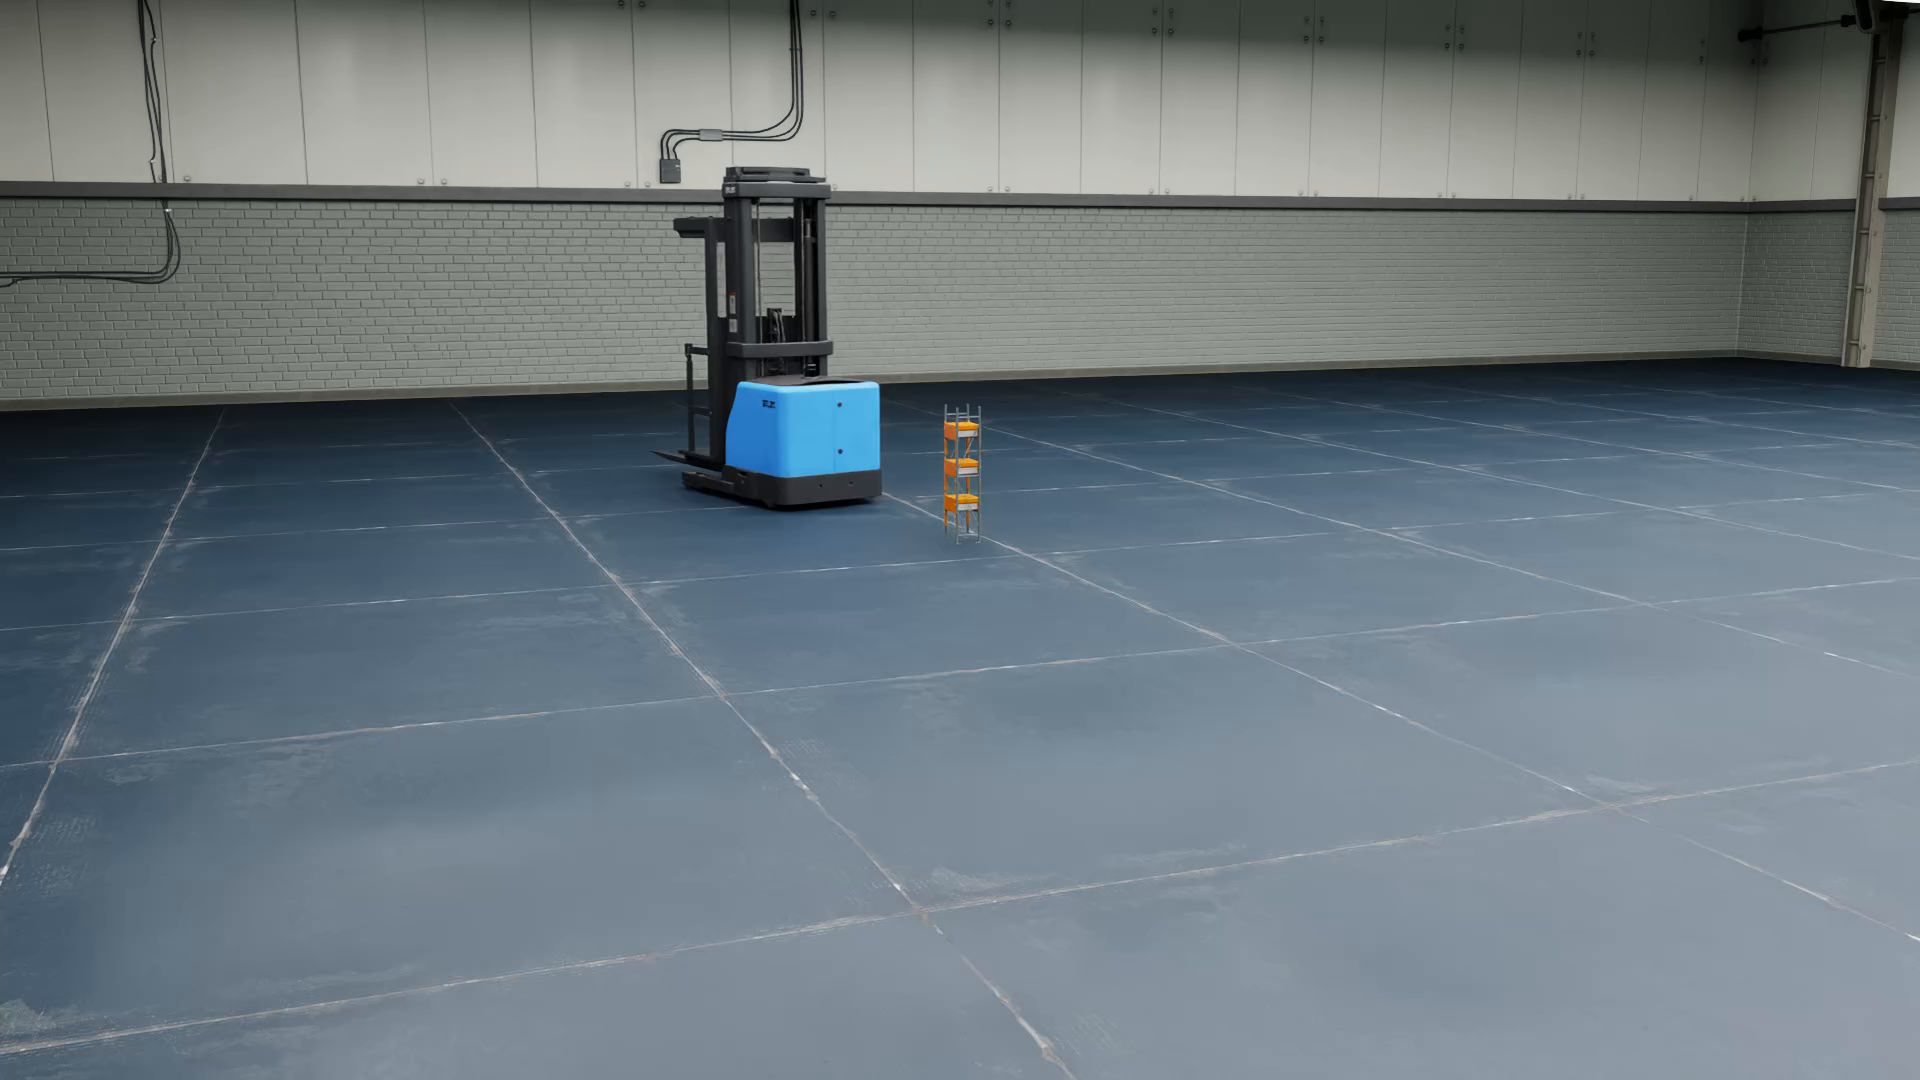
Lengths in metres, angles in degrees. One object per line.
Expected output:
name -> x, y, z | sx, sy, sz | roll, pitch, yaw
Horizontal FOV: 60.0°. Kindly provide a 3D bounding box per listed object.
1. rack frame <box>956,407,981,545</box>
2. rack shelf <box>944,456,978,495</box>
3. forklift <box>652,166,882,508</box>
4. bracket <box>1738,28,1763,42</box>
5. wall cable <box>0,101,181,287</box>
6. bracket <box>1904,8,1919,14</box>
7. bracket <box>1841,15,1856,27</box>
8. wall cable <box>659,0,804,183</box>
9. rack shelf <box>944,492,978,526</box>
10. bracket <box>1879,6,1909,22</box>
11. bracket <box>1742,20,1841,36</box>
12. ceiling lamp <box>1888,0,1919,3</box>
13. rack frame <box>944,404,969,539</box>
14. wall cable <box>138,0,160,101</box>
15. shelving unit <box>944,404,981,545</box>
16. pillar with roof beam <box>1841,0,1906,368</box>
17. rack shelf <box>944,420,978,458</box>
rack frame -> 0.064, -0.488, 12.667 | 0.200, 1.050, 0.008 | -4, 11, -21
rack shelf -> 0.019, -0.498, 12.781 | 0.215, 0.259, 0.240 | -4, 11, -21
forklift -> -1.946, -1.931, 15.405 | 1.130, 2.935, 3.031 | -7, 12, -34
bracket -> 15.478, -9.890, 32.545 | 0.235, 0.232, 0.430 | -4, 11, -21
wall cable -> -12.376, -4.722, 22.640 | 3.097, 2.526, 0.112 | -4, 11, -21
bracket -> 17.571, -8.947, 27.244 | 0.076, 0.066, 4.783 | -4, 11, -21
bracket -> 16.337, -9.503, 30.370 | 0.235, 0.232, 0.430 | -4, 11, -21
wall cable -> -3.522, -8.525, 25.443 | 2.305, 6.003, 0.169 | -4, 11, -21
rack shelf -> 0.019, -0.224, 12.830 | 0.215, 0.259, 0.240 | -4, 11, -21
bracket -> 16.638, -9.367, 29.608 | 0.235, 0.232, 0.430 | -4, 11, -21
bracket -> 15.692, -9.793, 32.003 | 0.076, 0.066, 3.189 | -4, 11, -21
ceiling lamp -> 13.595, -9.634, 24.601 | 2.000, 3.144, 0.800 | -4, 11, -21
rack frame -> -0.025, -0.528, 12.891 | 0.200, 1.050, 0.008 | -4, 11, -21
wall cable -> -9.855, -7.381, 23.163 | 3.097, 2.526, 0.112 | -4, 11, -21
shelving unit -> 0.019, -0.508, 12.779 | 0.215, 1.050, 0.252 | -4, 11, -21
pillar with roof beam -> 12.806, -7.412, 28.895 | 9.100, 9.000, 0.548 | -4, 11, -21
rack shelf -> 0.019, -0.777, 12.731 | 0.215, 0.259, 0.240 | -4, 11, -21
